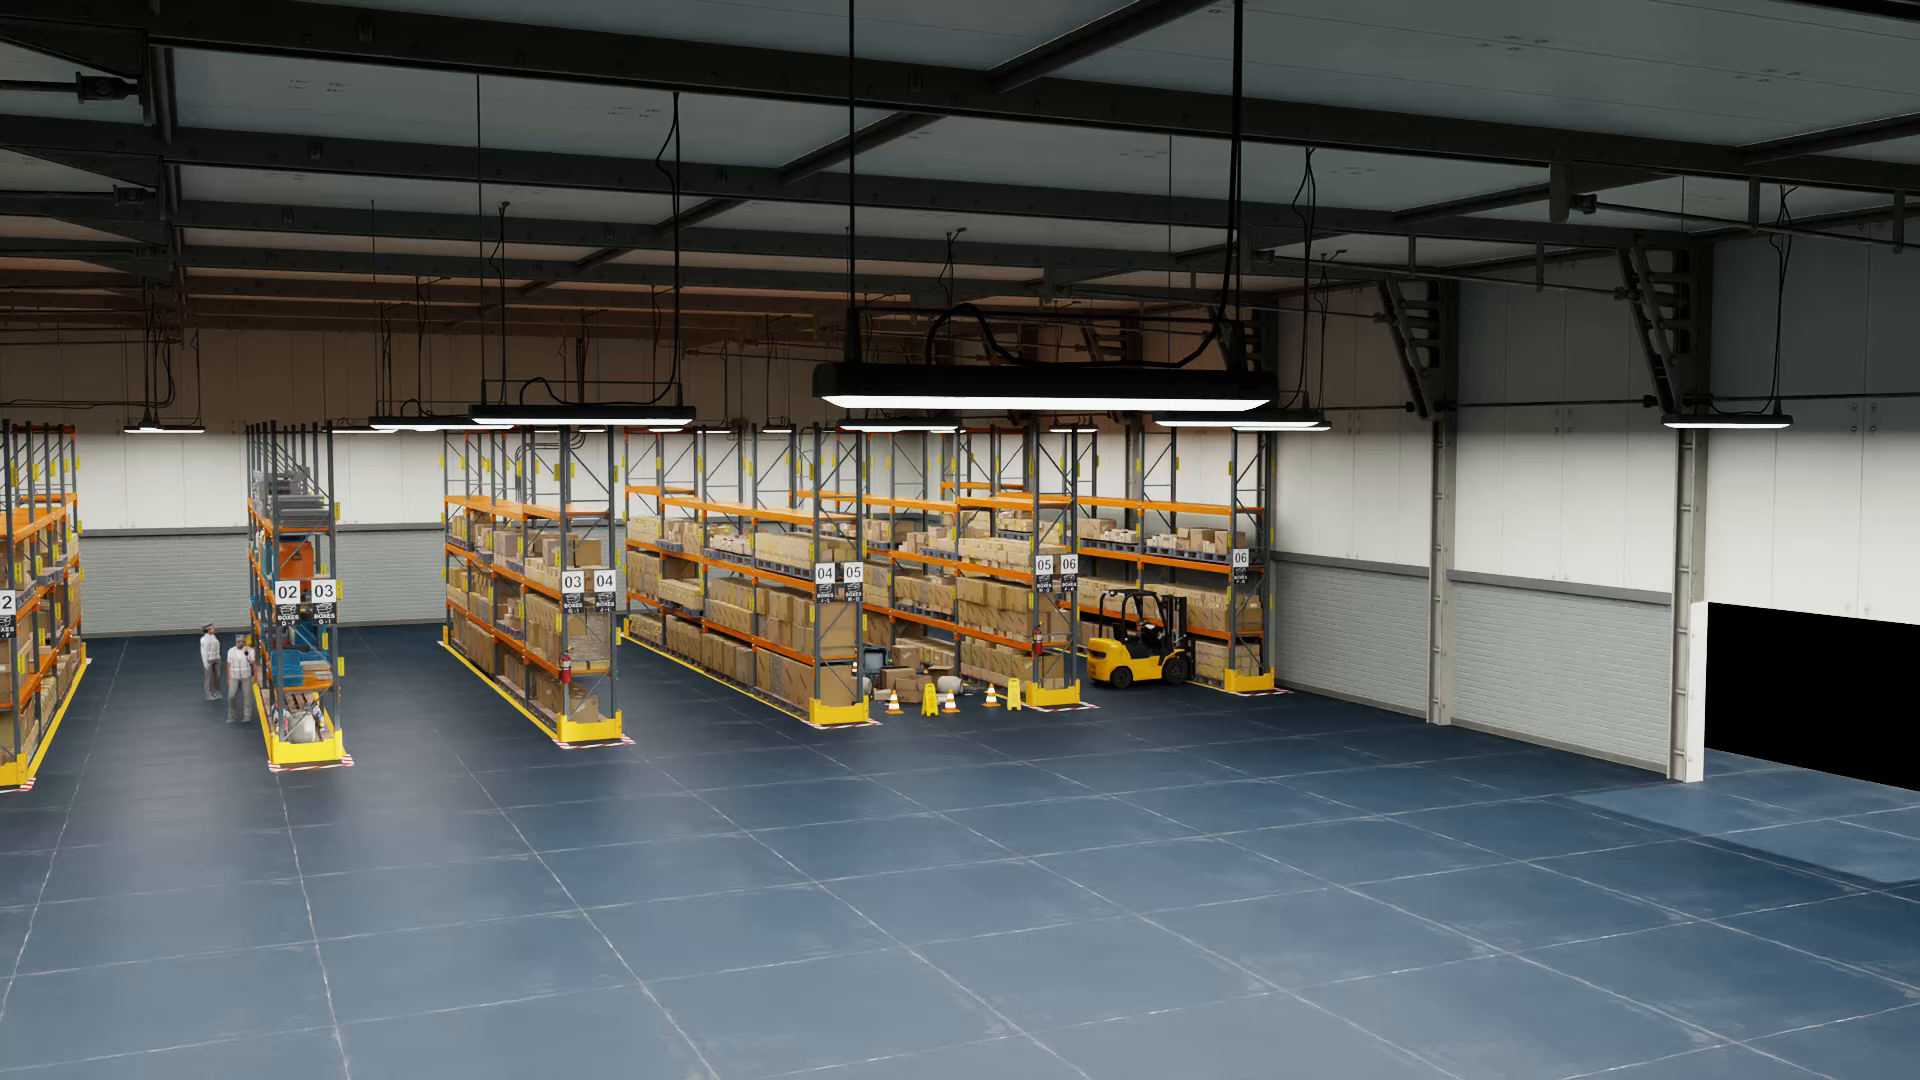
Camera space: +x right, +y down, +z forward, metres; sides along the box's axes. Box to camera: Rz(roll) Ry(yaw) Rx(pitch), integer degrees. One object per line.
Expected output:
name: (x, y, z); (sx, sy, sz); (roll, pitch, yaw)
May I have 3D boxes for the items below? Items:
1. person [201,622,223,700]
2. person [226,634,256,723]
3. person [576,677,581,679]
person: (-16.270, 2.627, 36.154); (0.371, 1.703, 0.542); (2, 4, 26)
person: (-14.433, 2.798, 33.355); (0.599, 1.824, 0.425); (-1, 4, -20)
person: (-9.042, 2.415, 39.547); (0.772, 1.809, 0.878); (-2, 4, -23)
